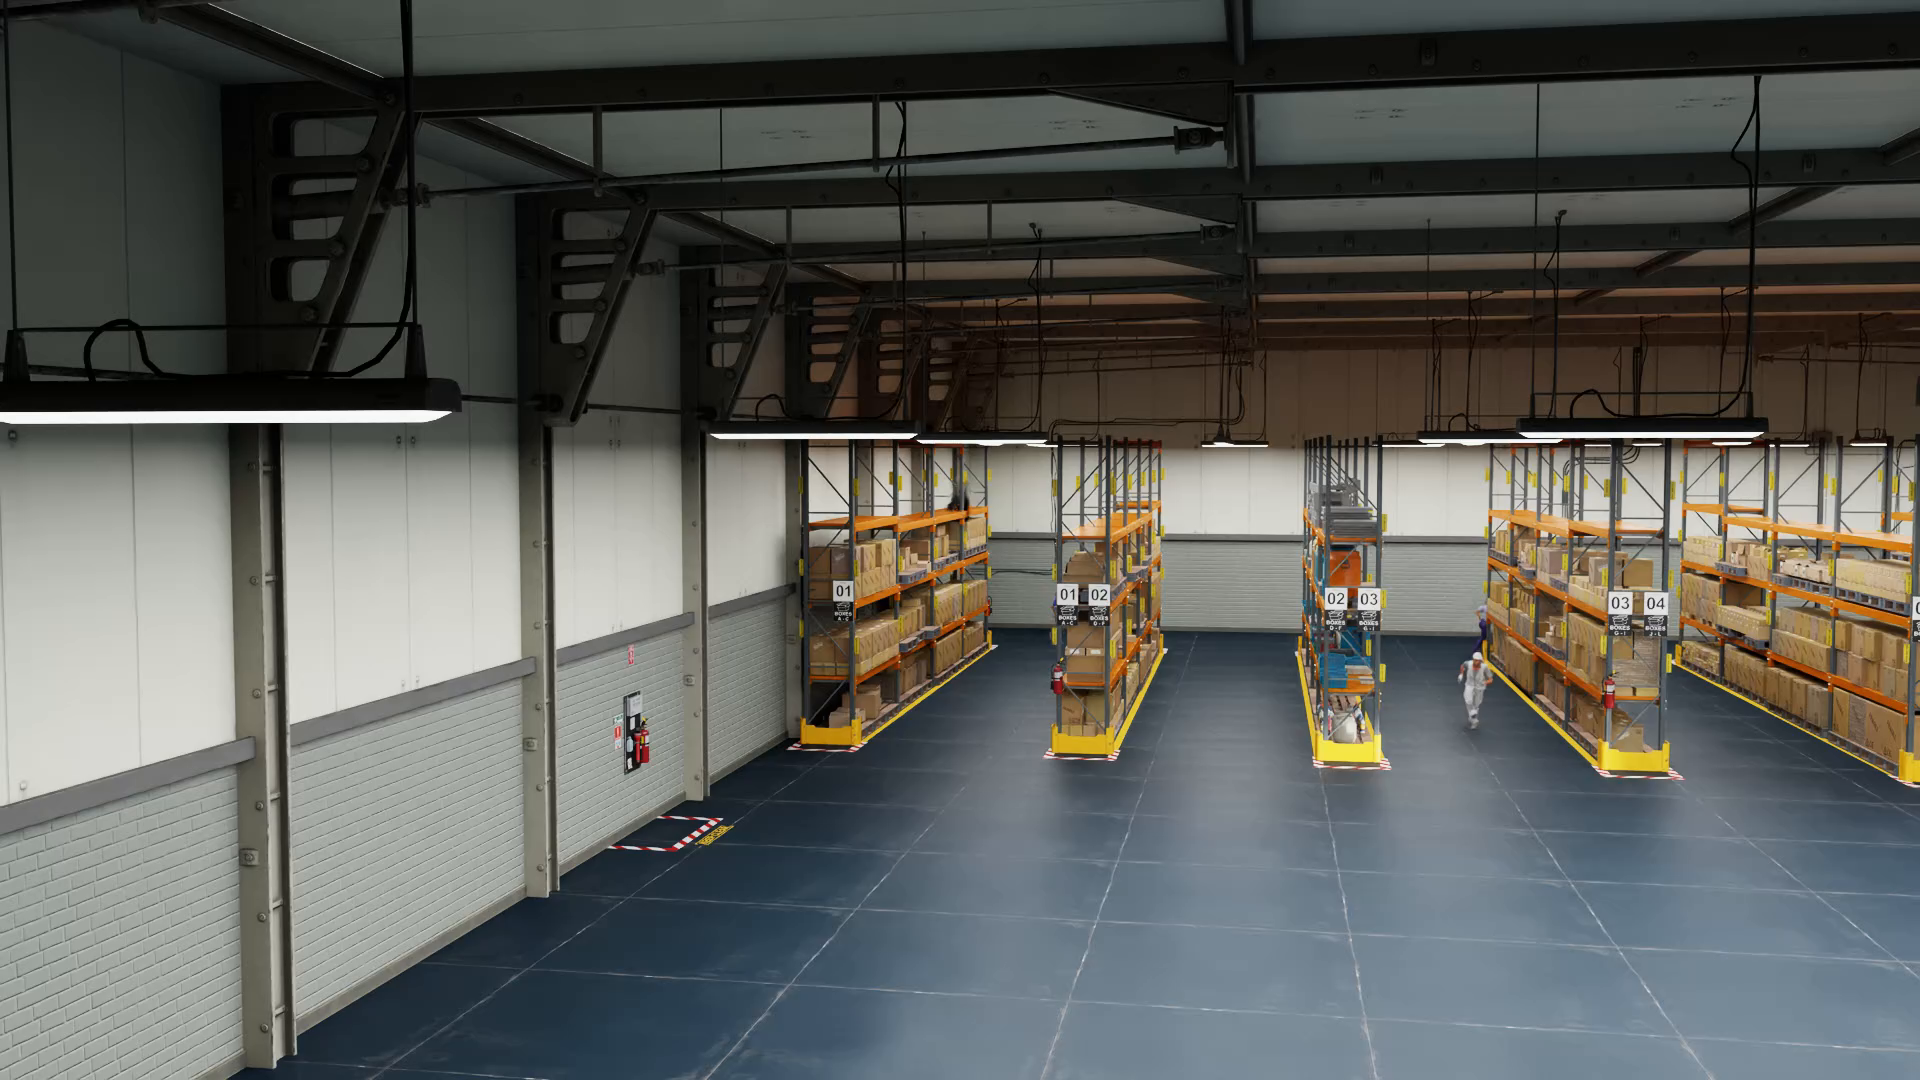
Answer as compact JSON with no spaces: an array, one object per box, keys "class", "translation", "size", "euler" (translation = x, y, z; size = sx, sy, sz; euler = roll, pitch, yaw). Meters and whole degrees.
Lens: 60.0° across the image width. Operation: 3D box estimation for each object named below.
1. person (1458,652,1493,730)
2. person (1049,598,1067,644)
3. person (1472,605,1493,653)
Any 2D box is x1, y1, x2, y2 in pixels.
[{"class":"person","translation":[10.575,3.051,34.133],"size":[0.684,1.592,1.118],"euler":[1,3,17]},{"class":"person","translation":[2.966,2.262,49.269],"size":[0.534,1.590,0.619],"euler":[1,3,25]},{"class":"person","translation":[14.776,2.401,46.539],"size":[0.841,1.580,0.553],"euler":[0,3,-8]}]
